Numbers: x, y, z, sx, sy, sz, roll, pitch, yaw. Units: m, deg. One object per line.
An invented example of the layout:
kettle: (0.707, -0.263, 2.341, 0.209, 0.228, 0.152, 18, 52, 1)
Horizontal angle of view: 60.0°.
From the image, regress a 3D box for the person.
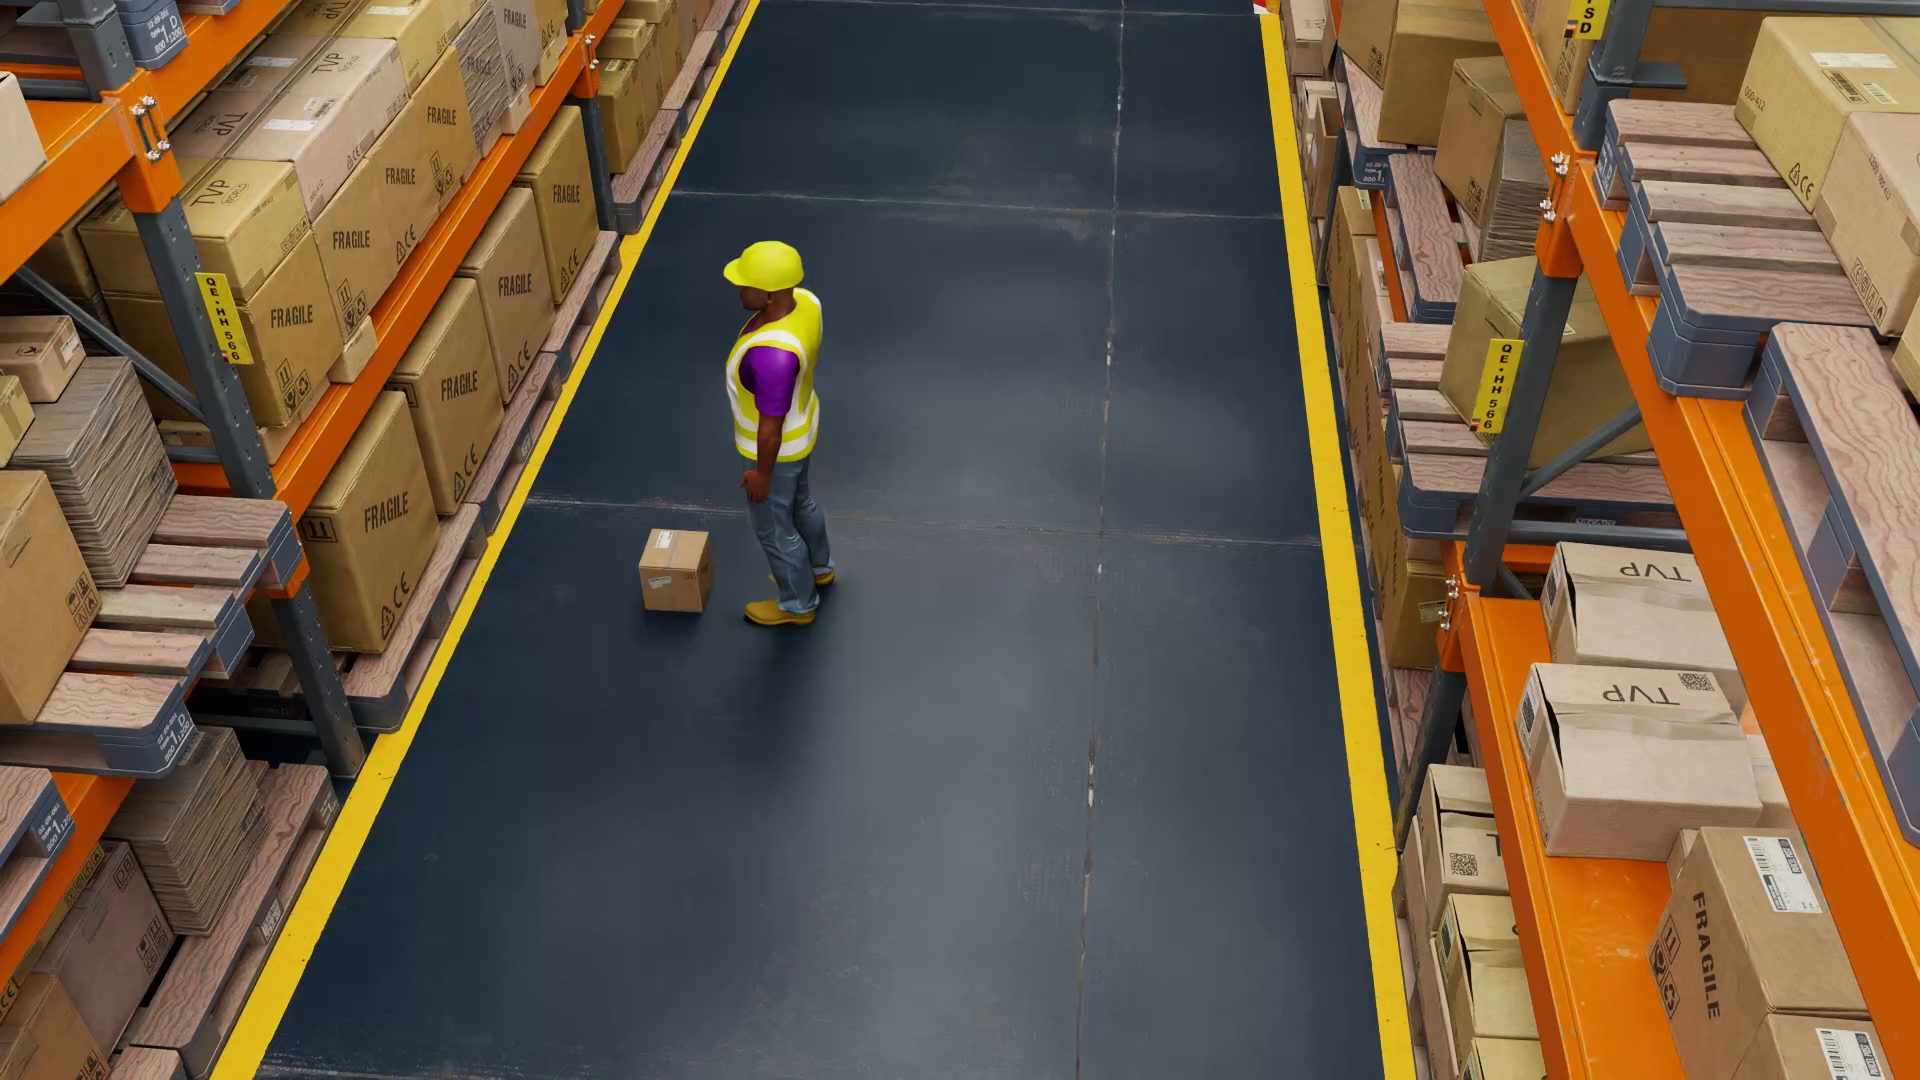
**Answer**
person: (7.592, 2.455, 2.104, 18.071, 3.229, 9.187, 4, 40, 5)
